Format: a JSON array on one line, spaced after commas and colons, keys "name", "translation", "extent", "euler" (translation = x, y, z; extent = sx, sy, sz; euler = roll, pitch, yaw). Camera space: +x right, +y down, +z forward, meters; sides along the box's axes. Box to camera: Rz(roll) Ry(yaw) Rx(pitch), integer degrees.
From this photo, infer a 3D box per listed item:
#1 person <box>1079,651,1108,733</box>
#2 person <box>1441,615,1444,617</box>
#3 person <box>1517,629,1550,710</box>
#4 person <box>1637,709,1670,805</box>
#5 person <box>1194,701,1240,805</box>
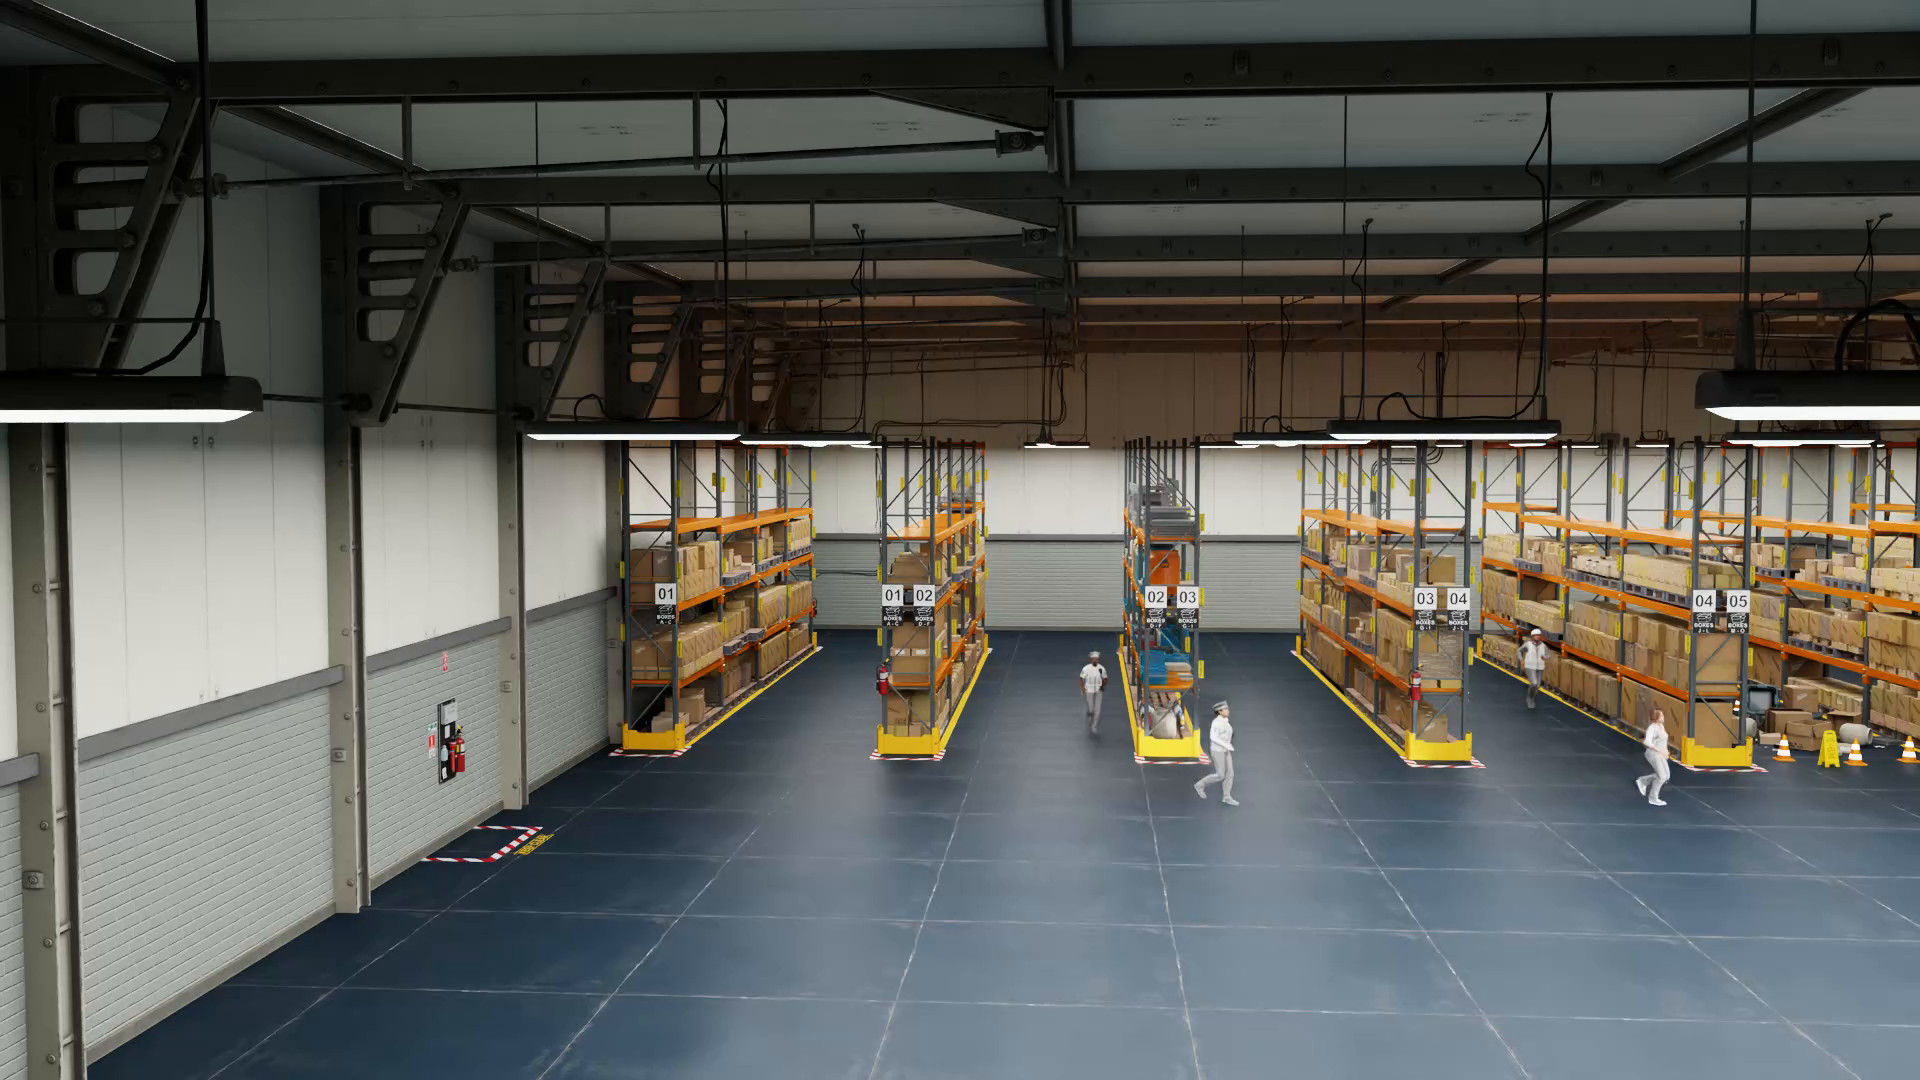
[{"name": "person", "translation": [2.730, 3.084, 33.887], "extent": [0.591, 1.651, 0.576], "euler": [0, 3, -6]}, {"name": "person", "translation": [13.204, 2.412, 46.114], "extent": [0.768, 1.764, 0.737], "euler": [1, 3, 20]}, {"name": "person", "translation": [12.755, 2.865, 36.887], "extent": [0.638, 1.790, 0.686], "euler": [0, 3, -4]}, {"name": "person", "translation": [11.229, 3.501, 26.920], "extent": [0.575, 1.550, 0.589], "euler": [3, 4, 44]}, {"name": "person", "translation": [4.197, 3.446, 27.033], "extent": [0.737, 1.691, 0.644], "euler": [2, 3, 28]}]
